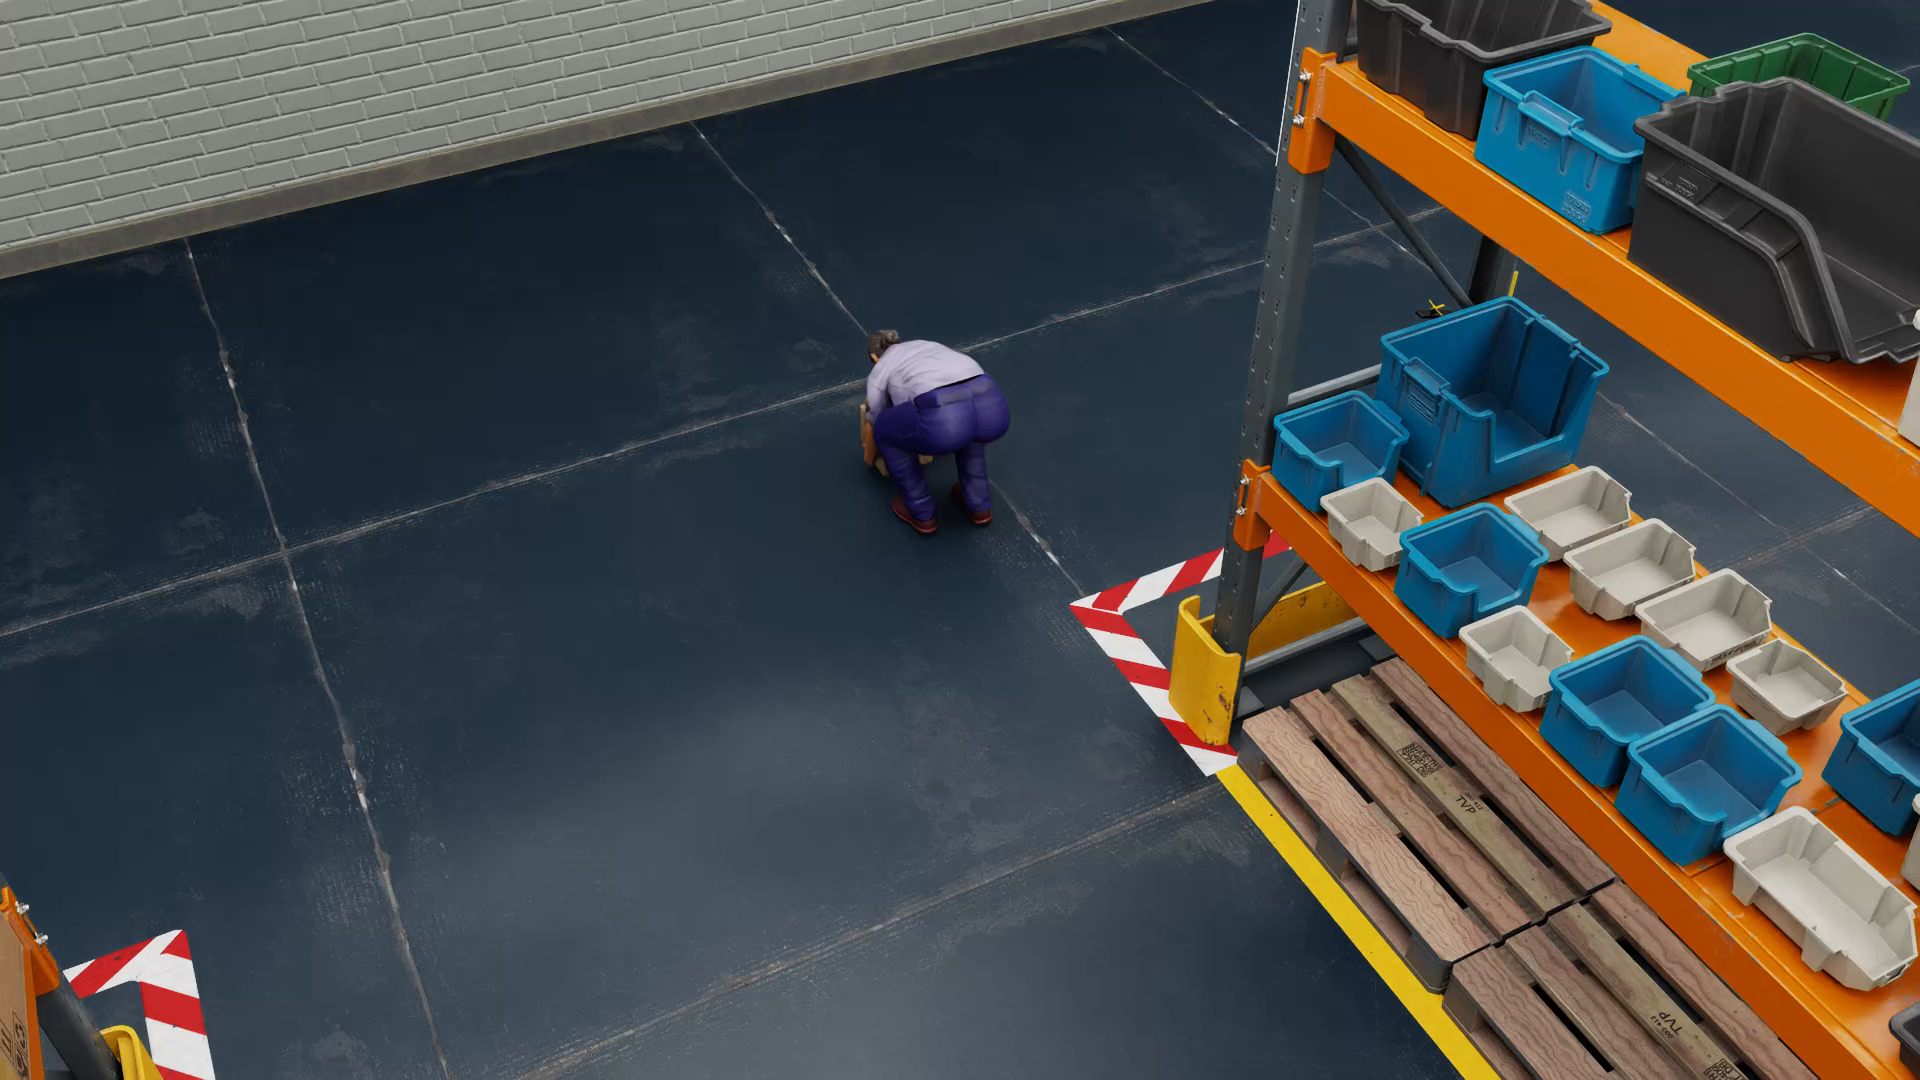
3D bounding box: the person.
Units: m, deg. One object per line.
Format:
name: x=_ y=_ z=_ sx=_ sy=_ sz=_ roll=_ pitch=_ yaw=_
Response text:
person: x=-0.144 y=-0.511 z=7.348 sx=0.506 sy=0.854 sz=0.898 roll=-21 pitch=46 yaw=-22
